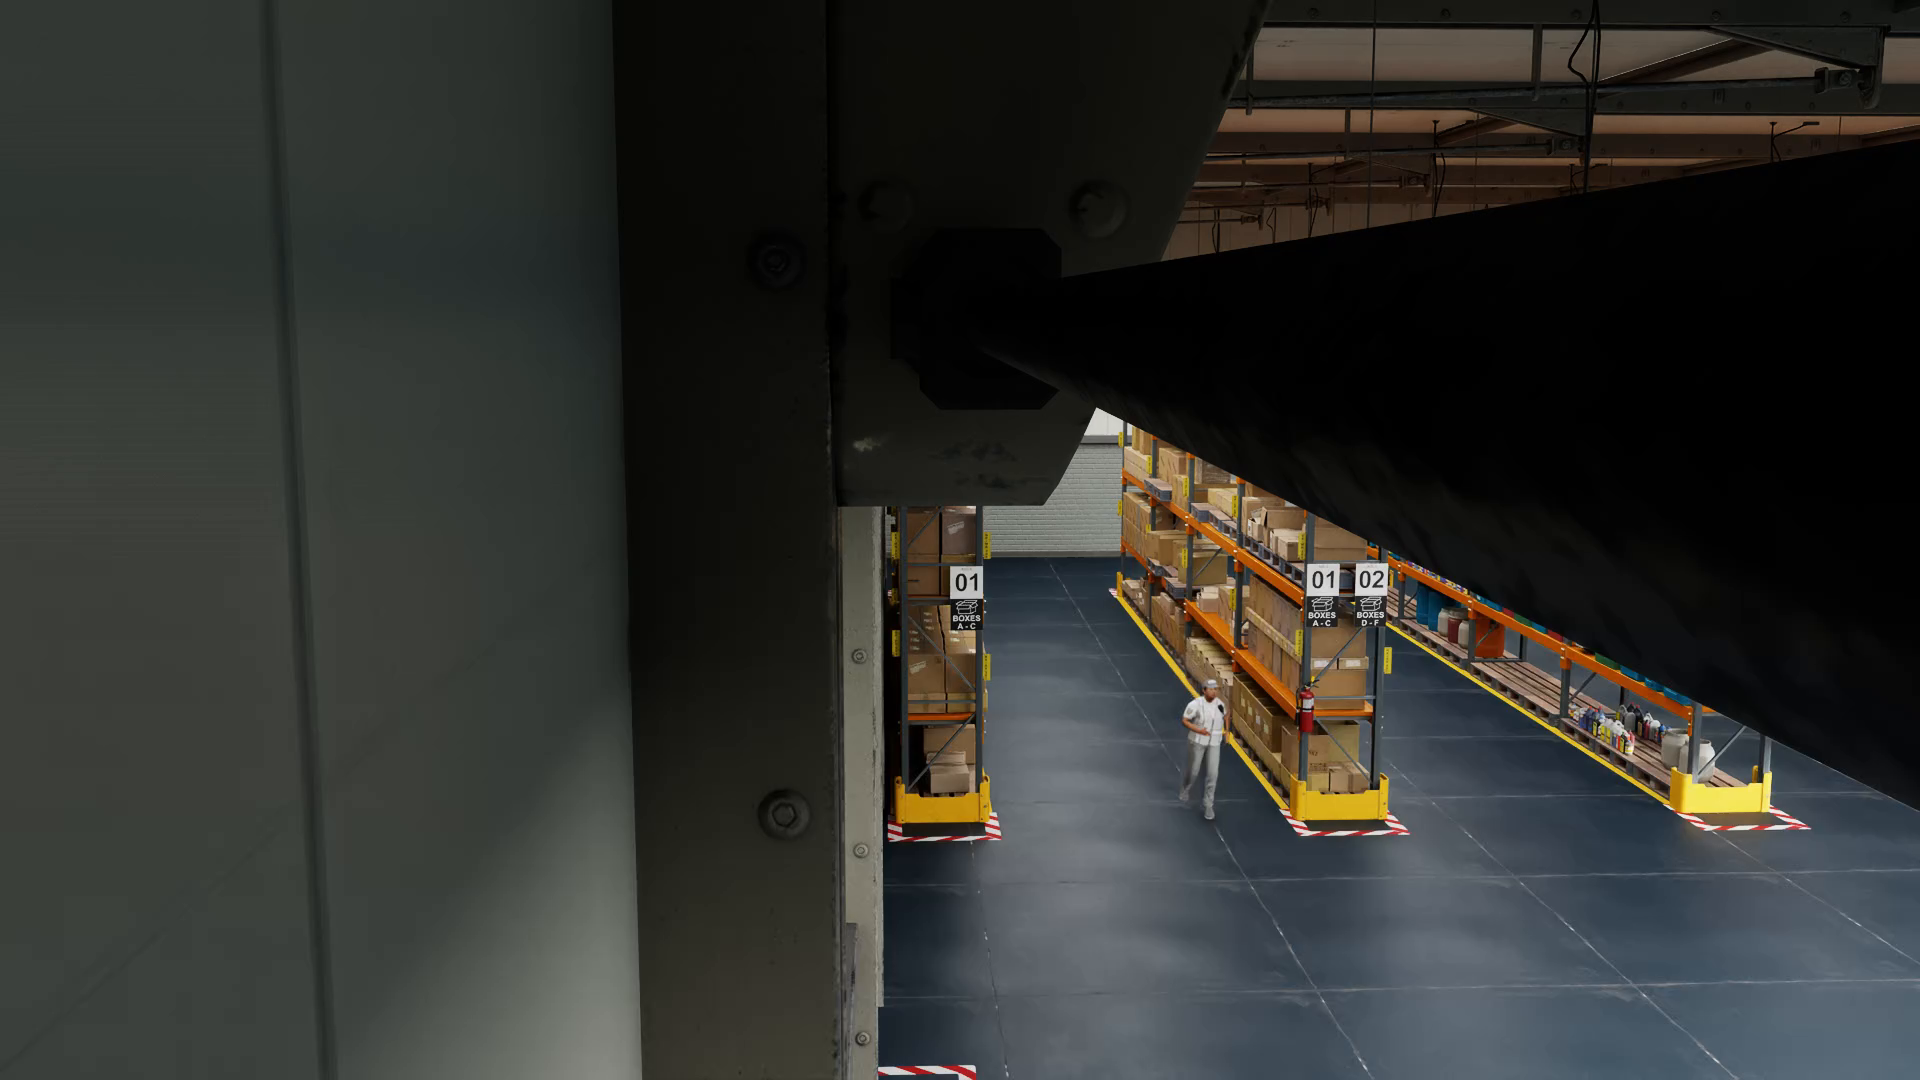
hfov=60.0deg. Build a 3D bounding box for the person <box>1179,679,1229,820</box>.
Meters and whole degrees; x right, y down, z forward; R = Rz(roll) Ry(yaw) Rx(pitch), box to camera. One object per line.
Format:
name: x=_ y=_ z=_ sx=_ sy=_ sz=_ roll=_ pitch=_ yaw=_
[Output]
person: x=3.104 y=2.571 z=20.832 sx=0.669 sy=1.660 sz=0.847 roll=-1 pitch=8 yaw=-9
